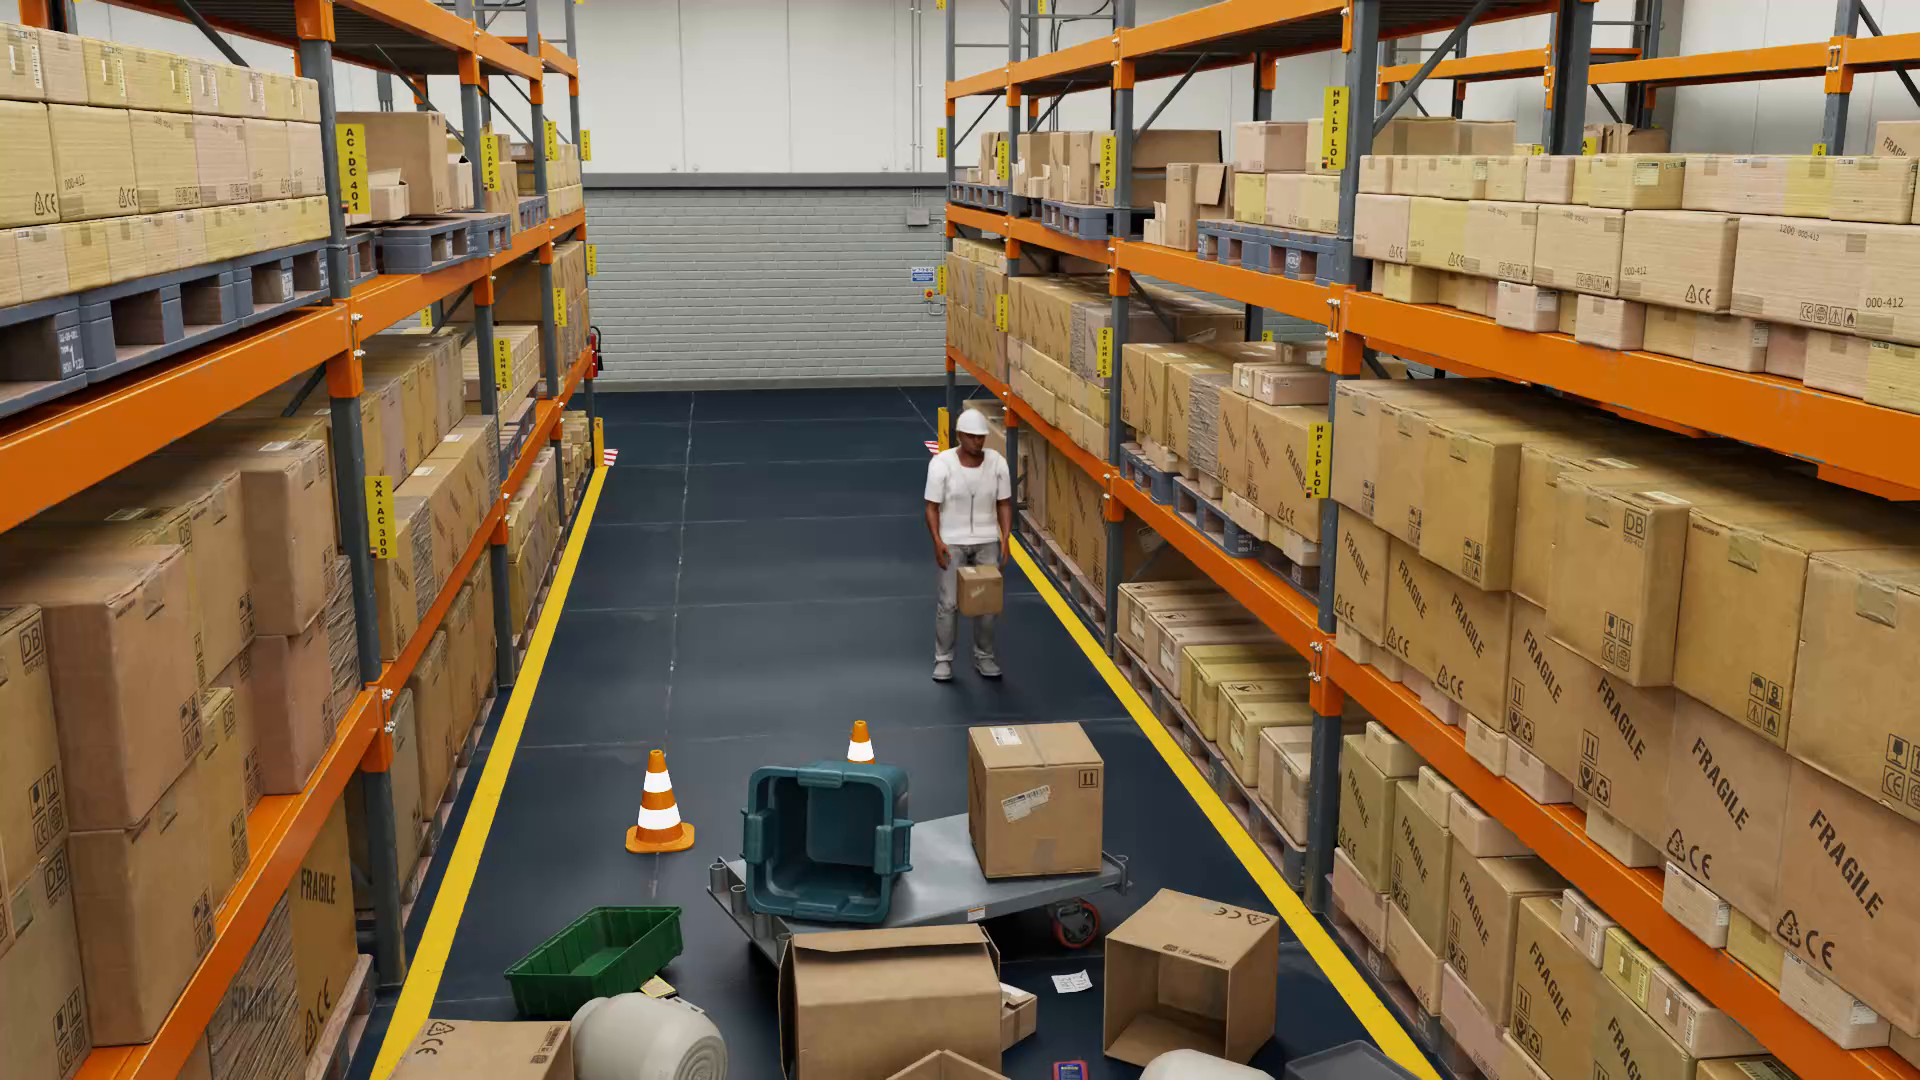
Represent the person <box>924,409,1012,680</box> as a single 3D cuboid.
[{"bbox_3d":[0.060,0.022,10.844,0.583,1.763,0.422,-3,13,-12],"label":"person"}]
